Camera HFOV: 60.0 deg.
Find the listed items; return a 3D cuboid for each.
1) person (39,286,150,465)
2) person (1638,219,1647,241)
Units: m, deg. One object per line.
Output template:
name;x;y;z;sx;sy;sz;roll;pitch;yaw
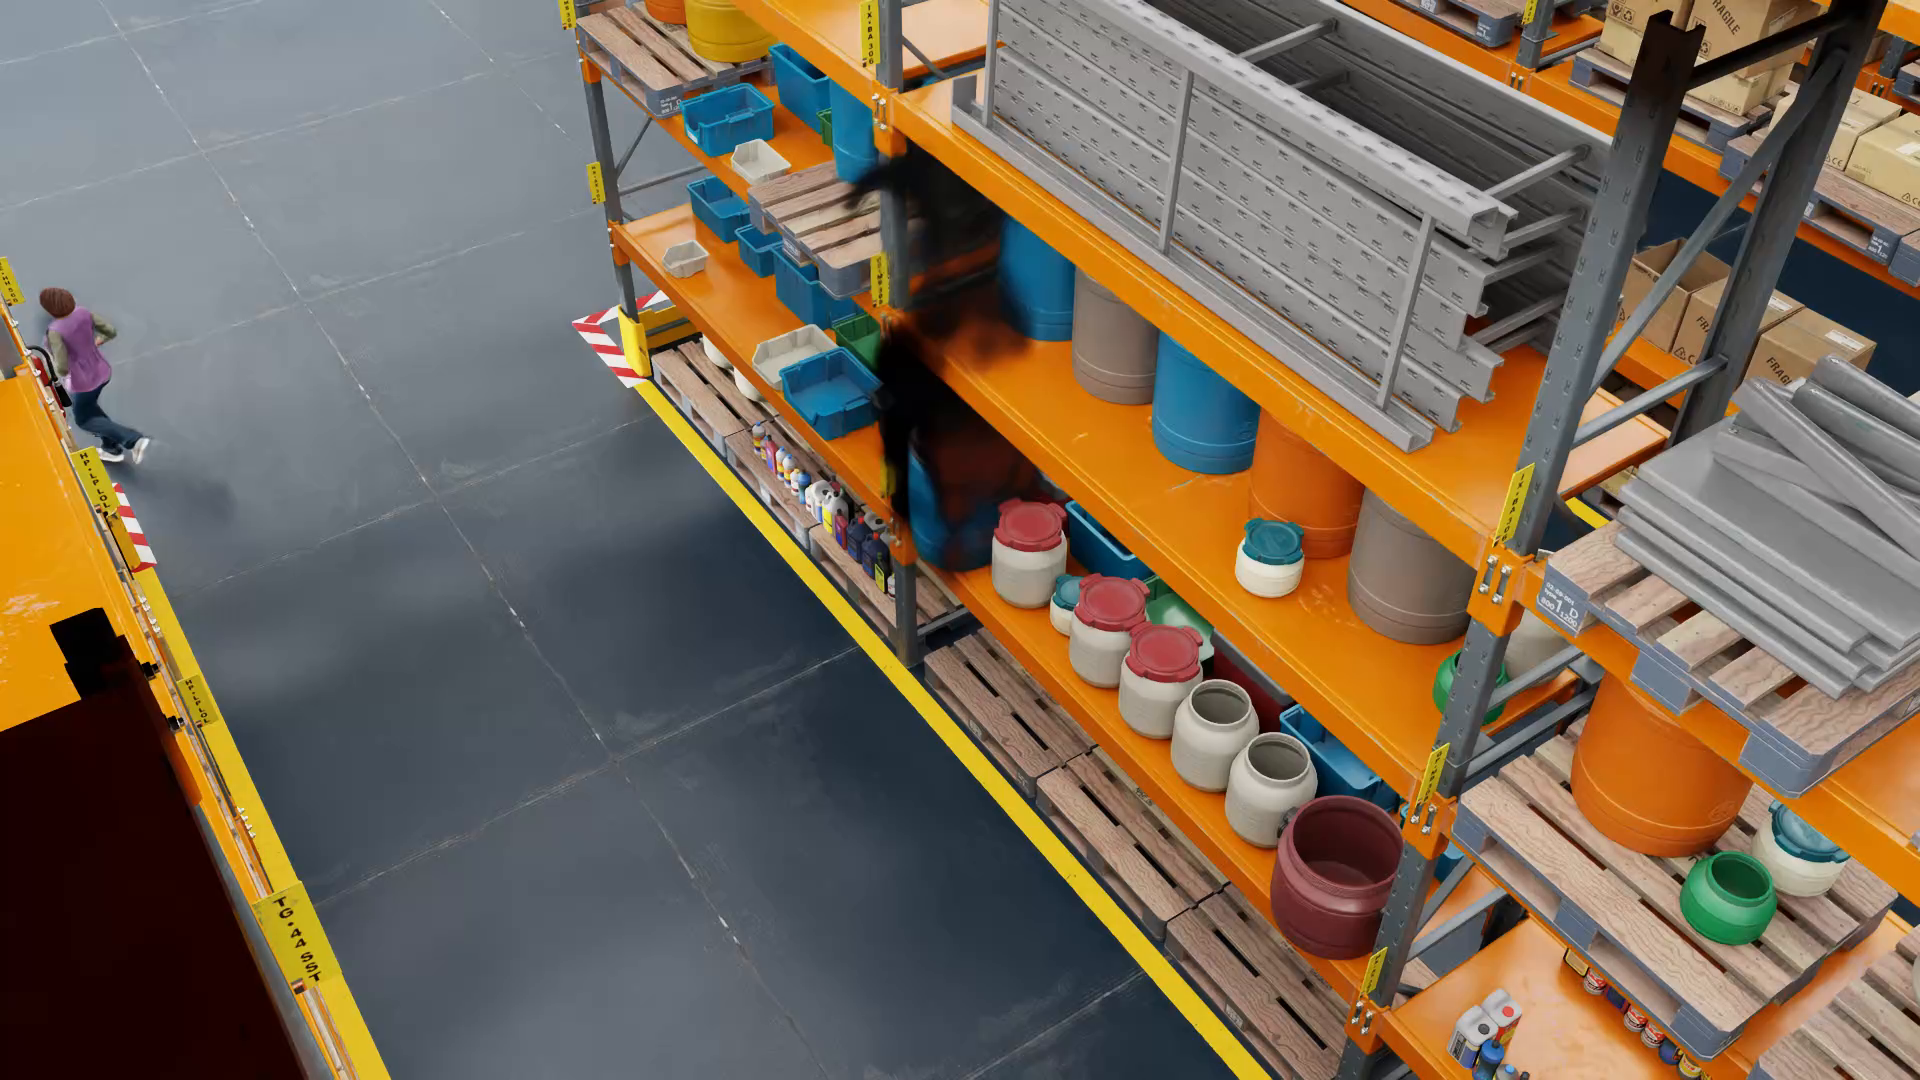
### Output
person;-6.180;-1.154;11.868;0.651;1.552;0.541;11;44;11
person;5.318;-2.426;13.246;0.548;1.605;0.775;-22;47;-22
